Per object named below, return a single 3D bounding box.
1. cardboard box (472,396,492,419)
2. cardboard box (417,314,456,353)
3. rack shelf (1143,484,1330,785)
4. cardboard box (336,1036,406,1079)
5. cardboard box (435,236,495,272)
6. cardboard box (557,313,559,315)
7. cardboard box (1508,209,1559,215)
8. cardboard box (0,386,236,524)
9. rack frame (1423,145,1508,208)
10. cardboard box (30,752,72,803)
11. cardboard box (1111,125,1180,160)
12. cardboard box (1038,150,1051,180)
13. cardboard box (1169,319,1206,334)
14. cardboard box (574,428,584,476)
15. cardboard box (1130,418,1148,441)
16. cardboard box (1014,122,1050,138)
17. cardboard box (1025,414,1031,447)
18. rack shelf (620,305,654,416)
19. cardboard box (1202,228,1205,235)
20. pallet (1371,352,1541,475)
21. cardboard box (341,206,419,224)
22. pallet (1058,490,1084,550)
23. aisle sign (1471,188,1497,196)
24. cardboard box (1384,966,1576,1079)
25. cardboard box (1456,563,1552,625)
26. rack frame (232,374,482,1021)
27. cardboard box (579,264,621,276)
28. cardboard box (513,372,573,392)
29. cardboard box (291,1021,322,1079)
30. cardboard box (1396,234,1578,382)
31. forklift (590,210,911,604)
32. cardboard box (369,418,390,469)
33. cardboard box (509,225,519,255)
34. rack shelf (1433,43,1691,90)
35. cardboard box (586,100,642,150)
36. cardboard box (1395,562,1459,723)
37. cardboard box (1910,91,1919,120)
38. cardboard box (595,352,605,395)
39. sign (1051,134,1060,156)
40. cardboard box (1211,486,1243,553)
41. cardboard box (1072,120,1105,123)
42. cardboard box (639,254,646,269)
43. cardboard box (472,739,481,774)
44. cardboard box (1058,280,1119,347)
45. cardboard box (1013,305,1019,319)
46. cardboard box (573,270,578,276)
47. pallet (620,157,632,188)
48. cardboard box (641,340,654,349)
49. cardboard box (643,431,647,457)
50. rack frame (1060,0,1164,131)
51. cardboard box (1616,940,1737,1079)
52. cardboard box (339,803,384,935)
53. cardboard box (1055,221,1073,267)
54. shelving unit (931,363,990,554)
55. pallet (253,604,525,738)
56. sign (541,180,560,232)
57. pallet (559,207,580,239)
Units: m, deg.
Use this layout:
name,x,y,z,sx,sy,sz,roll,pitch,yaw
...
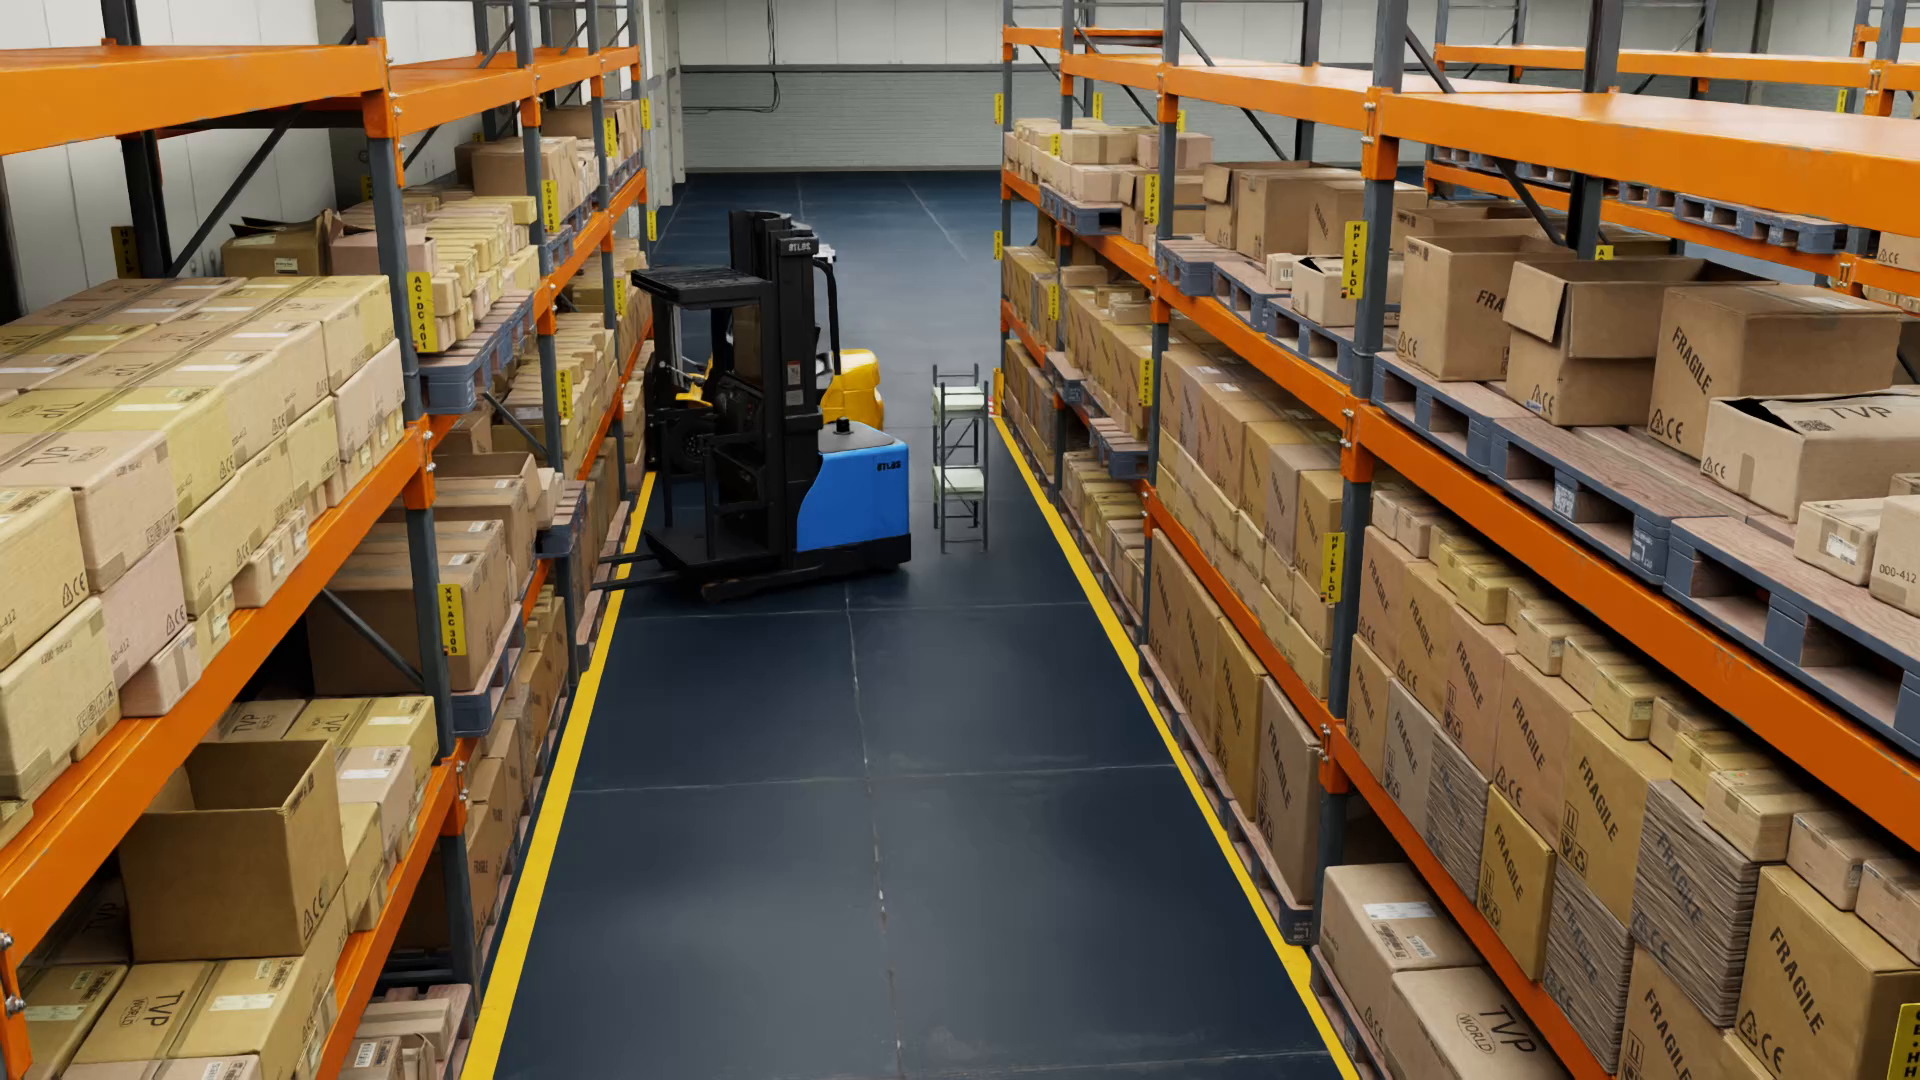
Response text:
name,x,y,z,sx,sy,sz,roll,pitch,yaw
cardboard box,-3.369,-0.865,11.175,0.380,0.149,0.250,-1,17,-4
cardboard box,-2.357,-0.886,7.036,0.380,0.149,0.250,-2,17,-5
rack shelf,2.009,0.367,9.700,1.077,0.370,4.000,-2,18,-6
cardboard box,-2.434,2.208,6.108,0.700,0.500,0.500,-2,18,-8
cardboard box,-2.517,-1.411,8.211,0.380,0.149,0.250,-2,18,-5
cardboard box,-3.862,-1.782,15.179,0.500,0.500,0.500,-2,18,-6
cardboard box,5.962,-3.281,18.068,0.875,0.550,0.550,-2,18,-6
cardboard box,-2.204,-0.215,4.266,0.500,0.250,0.500,-2,18,-6
rack frame,5.891,-3.138,19.665,1.000,3.000,0.127,-2,18,-6
cardboard box,-2.164,0.475,3.566,0.380,0.149,0.250,-1,17,-5
cardboard box,1.577,-3.393,14.184,0.500,0.250,0.500,-1,17,-4
cardboard box,1.024,-3.539,15.687,0.500,0.250,0.500,-2,18,-7
cardboard box,1.864,-1.416,12.815,0.500,0.500,0.500,-1,17,-5
cardboard box,-2.984,-0.635,11.944,0.500,0.250,0.500,-2,18,-7
cardboard box,1.435,-0.820,12.000,0.380,0.149,0.250,-2,17,-5
cardboard box,0.769,-4.307,17.468,0.380,0.149,0.250,-2,18,-6
cardboard box,0.949,-1.130,17.157,0.500,0.250,0.500,-2,17,-5
rack shelf,-3.753,-1.862,16.800,1.077,0.370,4.000,-2,18,-6
cardboard box,1.913,-2.114,11.619,0.396,0.266,0.258,-2,18,-6
pallet,2.289,-0.525,6.481,1.003,0.211,1.213,-2,18,-6
cardboard box,-3.347,-1.841,9.614,0.380,0.149,0.250,-2,18,-6
pallet,1.472,-0.201,14.965,1.003,0.211,1.213,-2,18,-6
aisle sign,6.182,-4.409,19.373,0.394,0.787,0.004,-2,18,-6
cardboard box,2.266,2.099,6.559,0.875,0.438,0.875,-2,18,-7
cardboard box,2.064,0.195,6.131,0.380,0.149,0.250,-2,18,-7
rack frame,-2.722,0.774,7.202,1.000,3.000,0.127,-2,18,-6
cardboard box,-3.496,-2.594,16.184,0.380,0.149,0.250,-2,18,-6
cardboard box,-2.994,-1.111,11.959,0.380,0.149,0.250,-2,17,-5
cardboard box,-2.153,1.594,5.011,0.380,0.149,0.250,-2,18,-7
cardboard box,2.067,-0.925,6.573,0.500,0.500,0.500,-1,17,-5
forklift,-1.949,-1.075,13.208,3.031,2.935,1.130,-9,20,-28
cardboard box,-2.369,-0.366,6.246,0.380,0.149,0.250,-2,18,-6
cardboard box,-2.851,-1.791,9.951,0.380,0.149,0.250,-2,18,-7
rack shelf,6.097,-4.871,17.037,1.077,0.370,4.000,-2,18,-6
cardboard box,-3.671,-4.403,17.652,0.500,0.500,0.500,-1,17,-4
cardboard box,2.069,0.395,6.574,0.500,0.500,0.500,-2,18,-6
cardboard box,10.719,-4.670,18.038,0.500,0.500,0.500,-2,18,-6
cardboard box,-3.135,-1.332,13.328,0.500,0.250,0.500,-1,17,-5
sign,0.851,-3.422,14.699,0.100,0.325,0.005,-2,18,-6
cardboard box,1.740,-0.126,9.485,0.500,0.250,0.500,-1,17,-5
cardboard box,1.339,-4.402,17.771,0.380,0.149,0.250,-2,18,-6
cardboard box,-3.589,-2.988,17.937,0.380,0.149,0.250,-1,17,-5
cardboard box,-2.679,1.105,8.540,0.380,0.149,0.250,-2,18,-7
cardboard box,1.153,-2.005,14.691,0.500,0.500,0.500,-1,17,-4
cardboard box,0.774,-2.494,18.034,0.380,0.149,0.250,-2,17,-5
cardboard box,-3.975,-2.653,16.373,0.380,0.149,0.250,-1,17,-4
pallet,-3.783,-3.614,16.320,1.003,0.211,1.213,-2,18,-6
cardboard box,-3.602,-2.039,18.383,0.500,0.250,0.500,-1,17,-4
cardboard box,-3.404,-0.955,16.601,0.500,0.250,0.500,-1,17,-5
rack frame,1.390,-4.626,14.388,1.000,3.000,0.127,-2,18,-6
cardboard box,2.278,1.478,4.793,0.500,0.500,0.500,-2,18,-7
cardboard box,-2.322,1.146,5.773,0.500,0.250,0.500,-2,18,-6
cardboard box,1.360,-3.024,16.968,0.700,0.500,0.500,-2,18,-6
shelving unit,-0.001,-0.718,14.459,0.431,1.500,0.755,-2,18,-6
pallet,-2.695,0.625,8.000,1.003,0.211,1.213,-2,18,-6
sign,-2.594,-2.111,10.523,0.100,0.325,0.005,-2,18,-6
pallet,-3.411,-2.291,12.274,1.003,0.211,1.213,-1,17,-3
